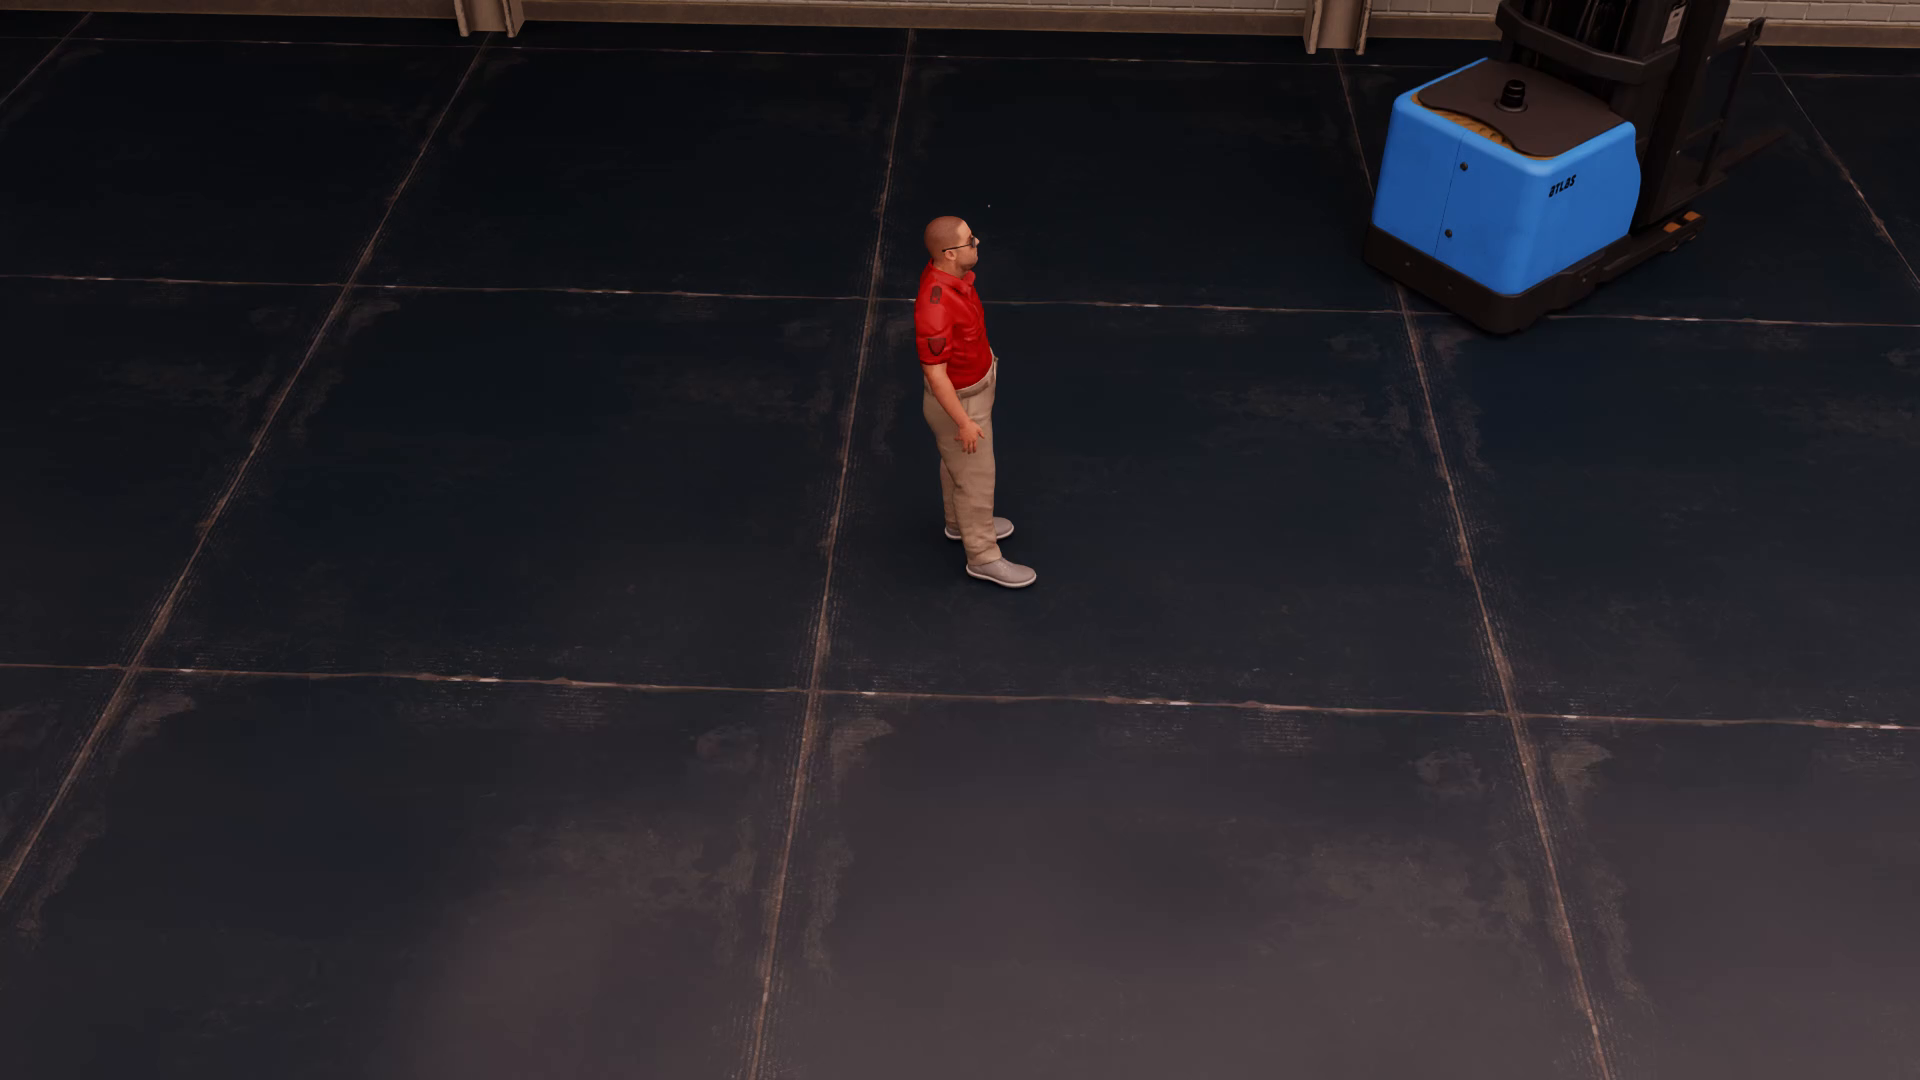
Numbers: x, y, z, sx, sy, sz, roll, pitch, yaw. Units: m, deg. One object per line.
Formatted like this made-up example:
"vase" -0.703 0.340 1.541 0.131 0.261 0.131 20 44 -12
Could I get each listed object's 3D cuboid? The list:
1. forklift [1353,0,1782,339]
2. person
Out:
"forklift" 3.730 -3.000 9.028 3.031 2.935 1.130 -28 49 -27
"person" 0.089 -0.633 7.316 0.551 1.727 0.640 2 42 2
